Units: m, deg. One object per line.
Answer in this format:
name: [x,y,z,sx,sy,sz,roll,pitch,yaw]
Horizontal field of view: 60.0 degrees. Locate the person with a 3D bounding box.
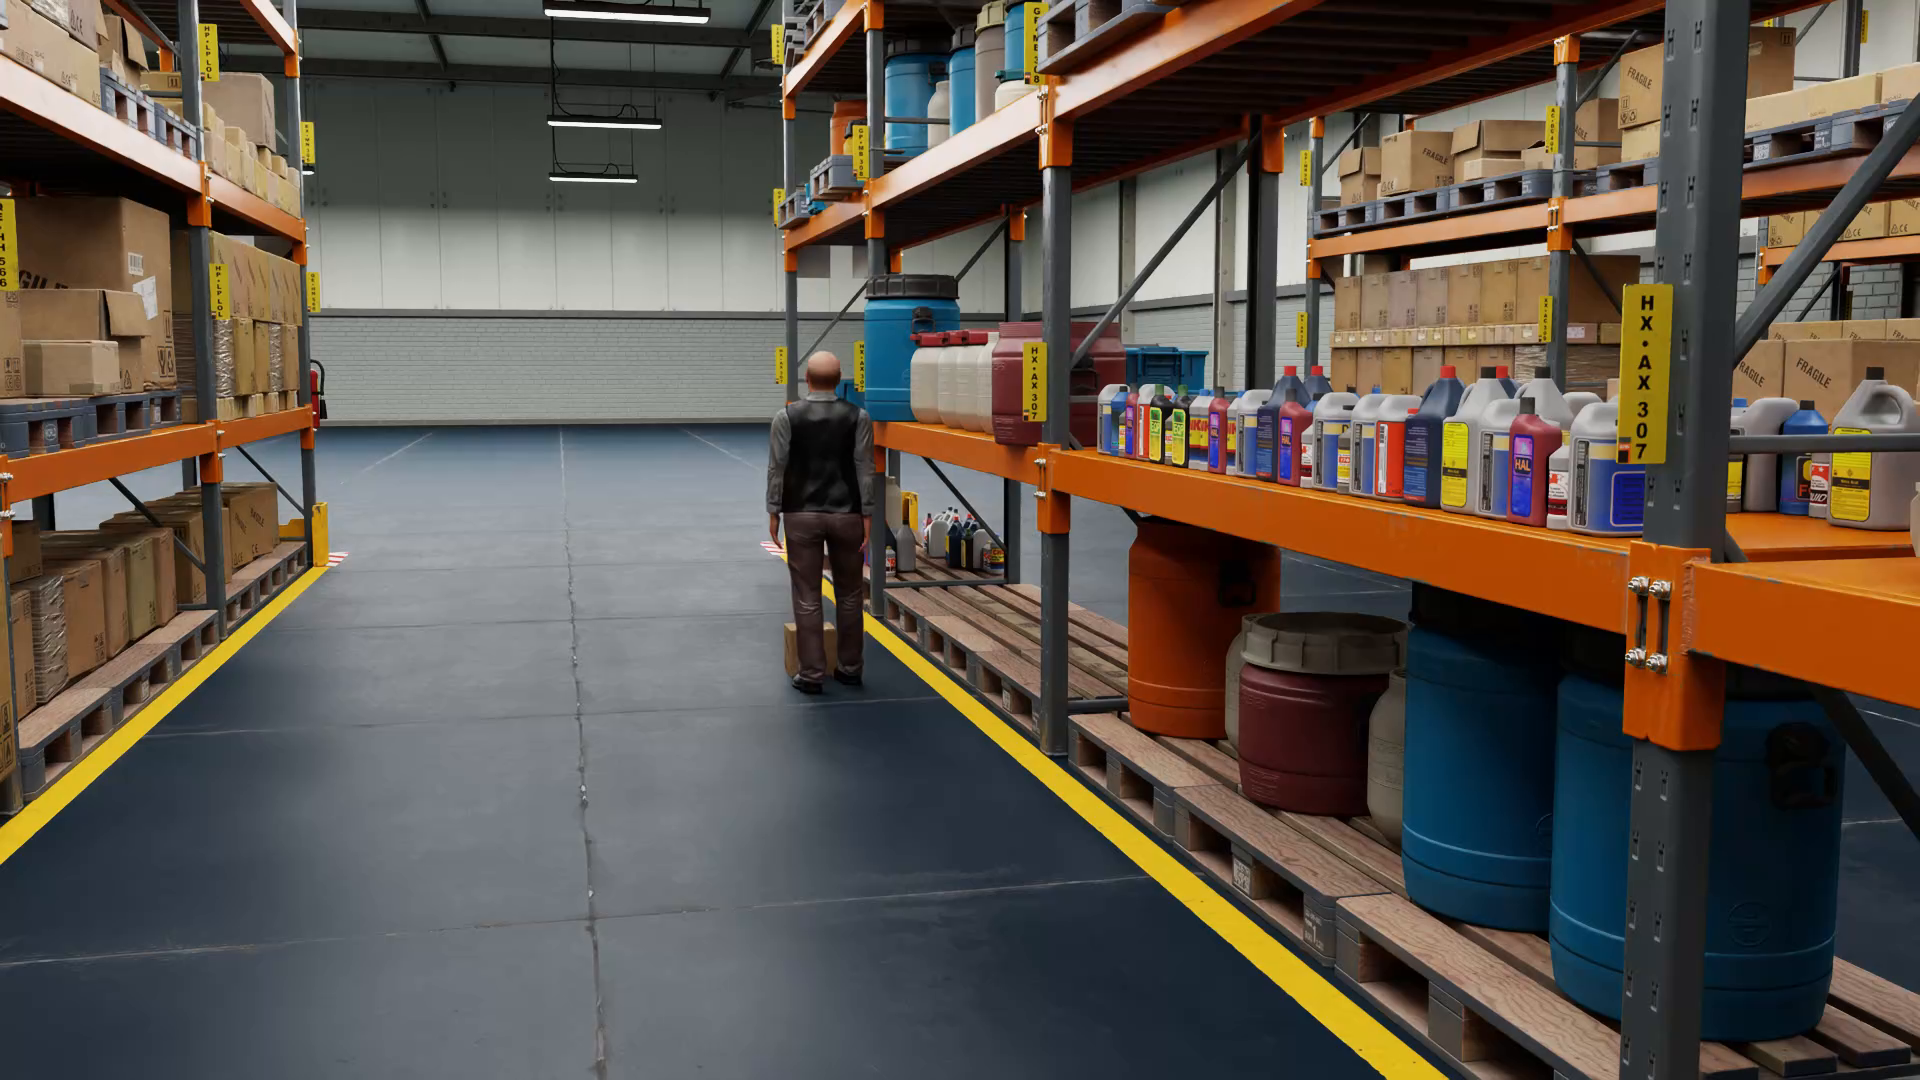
person: [-0.722,-0.100,8.503,0.544,1.722,0.503,-1,6,-13]
